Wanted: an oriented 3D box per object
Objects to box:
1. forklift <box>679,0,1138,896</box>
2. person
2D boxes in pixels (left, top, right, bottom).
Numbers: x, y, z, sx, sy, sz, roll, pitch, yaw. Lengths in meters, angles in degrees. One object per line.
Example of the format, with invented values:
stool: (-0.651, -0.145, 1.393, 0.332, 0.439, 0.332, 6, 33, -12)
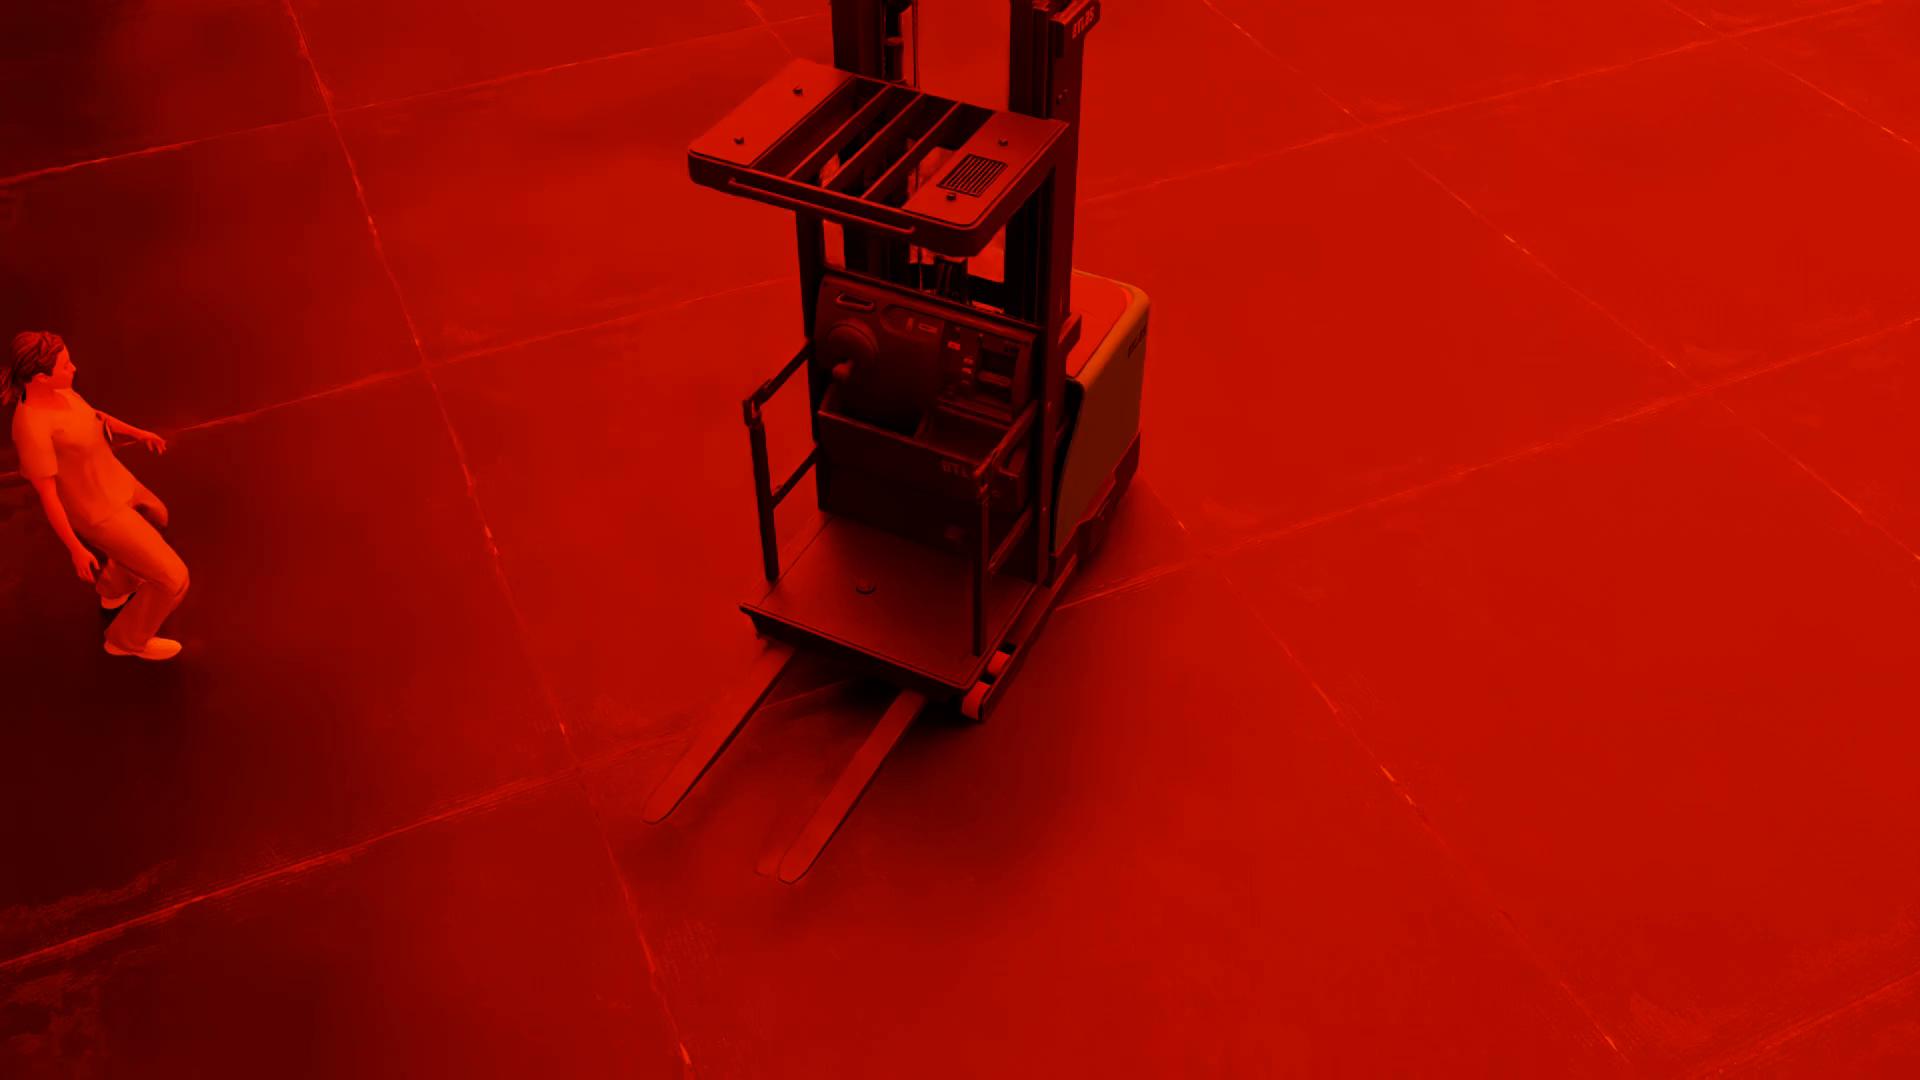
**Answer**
forklift: (-0.194, -0.647, 6.373, 1.130, 2.935, 3.031, 15, 45, 16)
person: (-3.604, -0.175, 6.866, 0.502, 1.585, 0.798, -4, 43, -5)
